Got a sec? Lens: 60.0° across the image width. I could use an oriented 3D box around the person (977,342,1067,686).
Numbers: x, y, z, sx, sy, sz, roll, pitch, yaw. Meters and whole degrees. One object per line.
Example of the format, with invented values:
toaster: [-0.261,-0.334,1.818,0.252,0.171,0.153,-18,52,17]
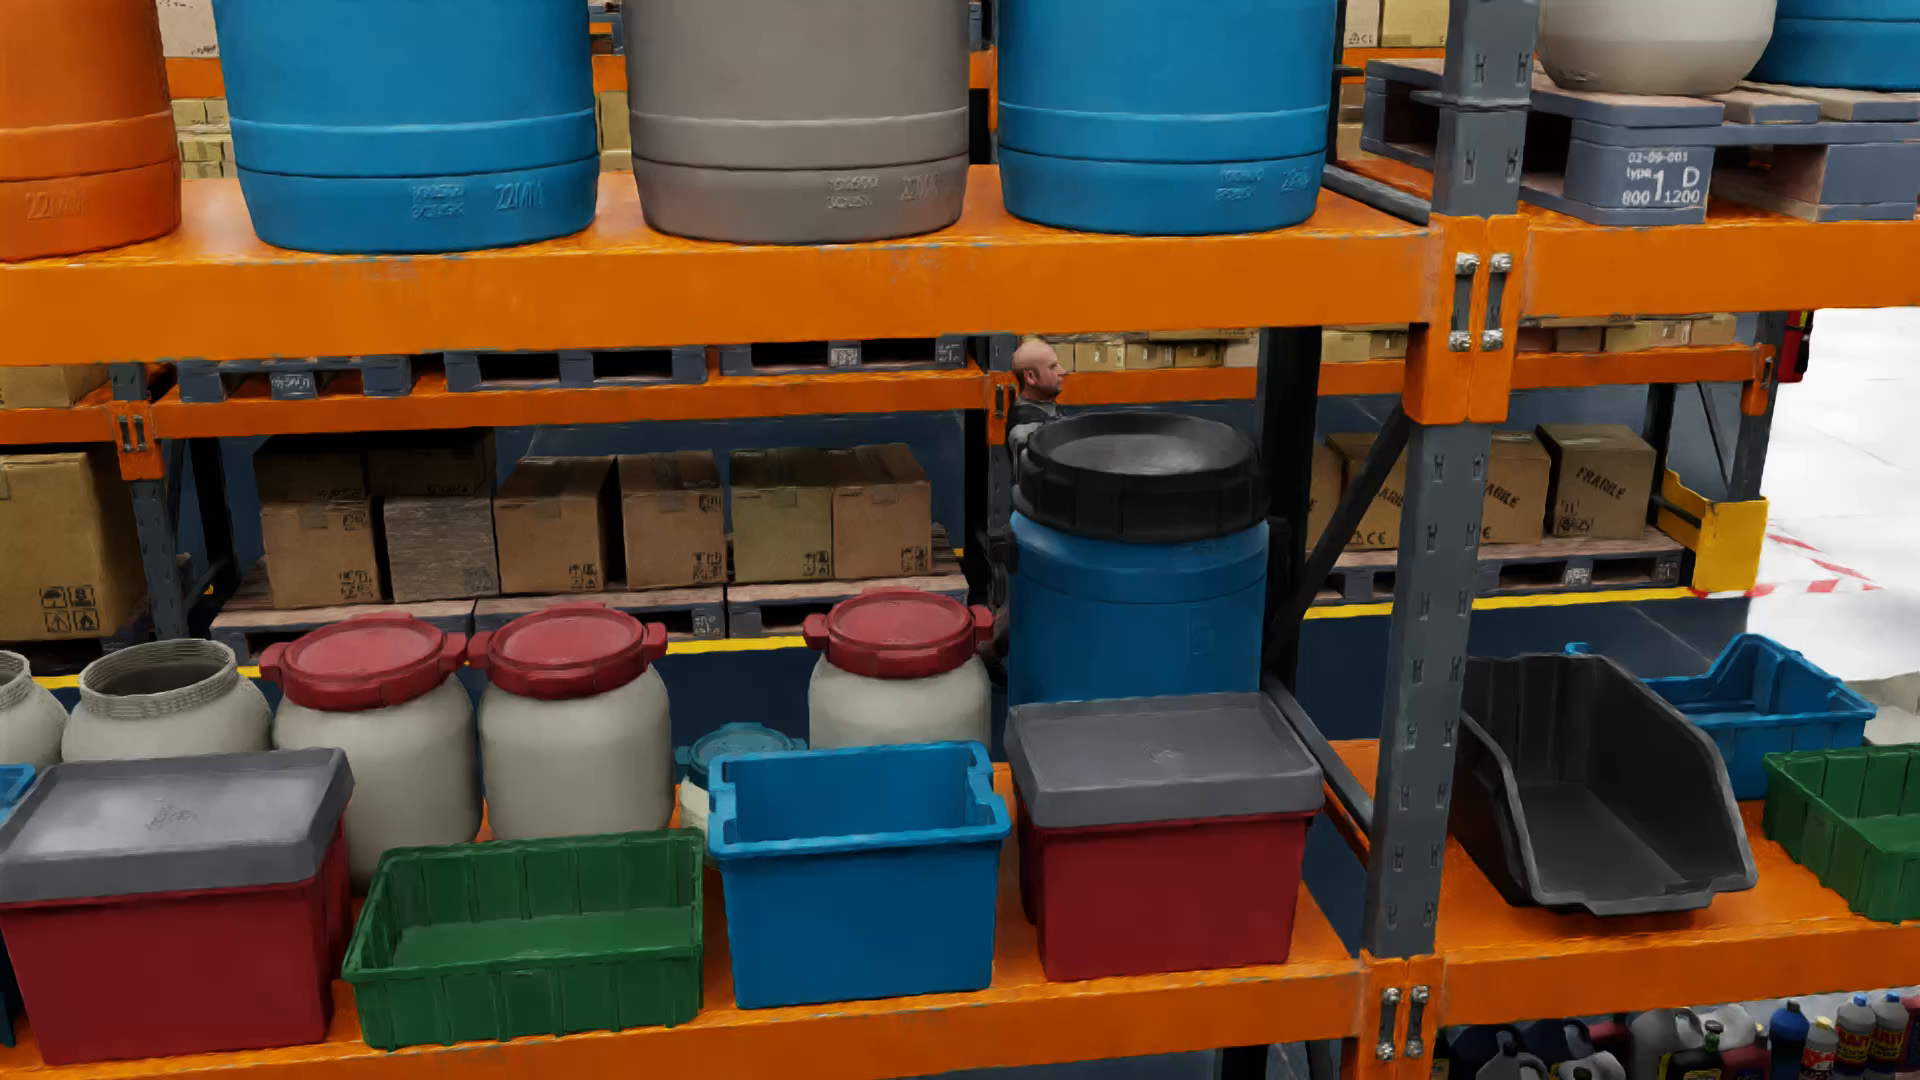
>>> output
person: [0.444,-0.027,7.198,0.876,1.695,0.537,0,20,0]
